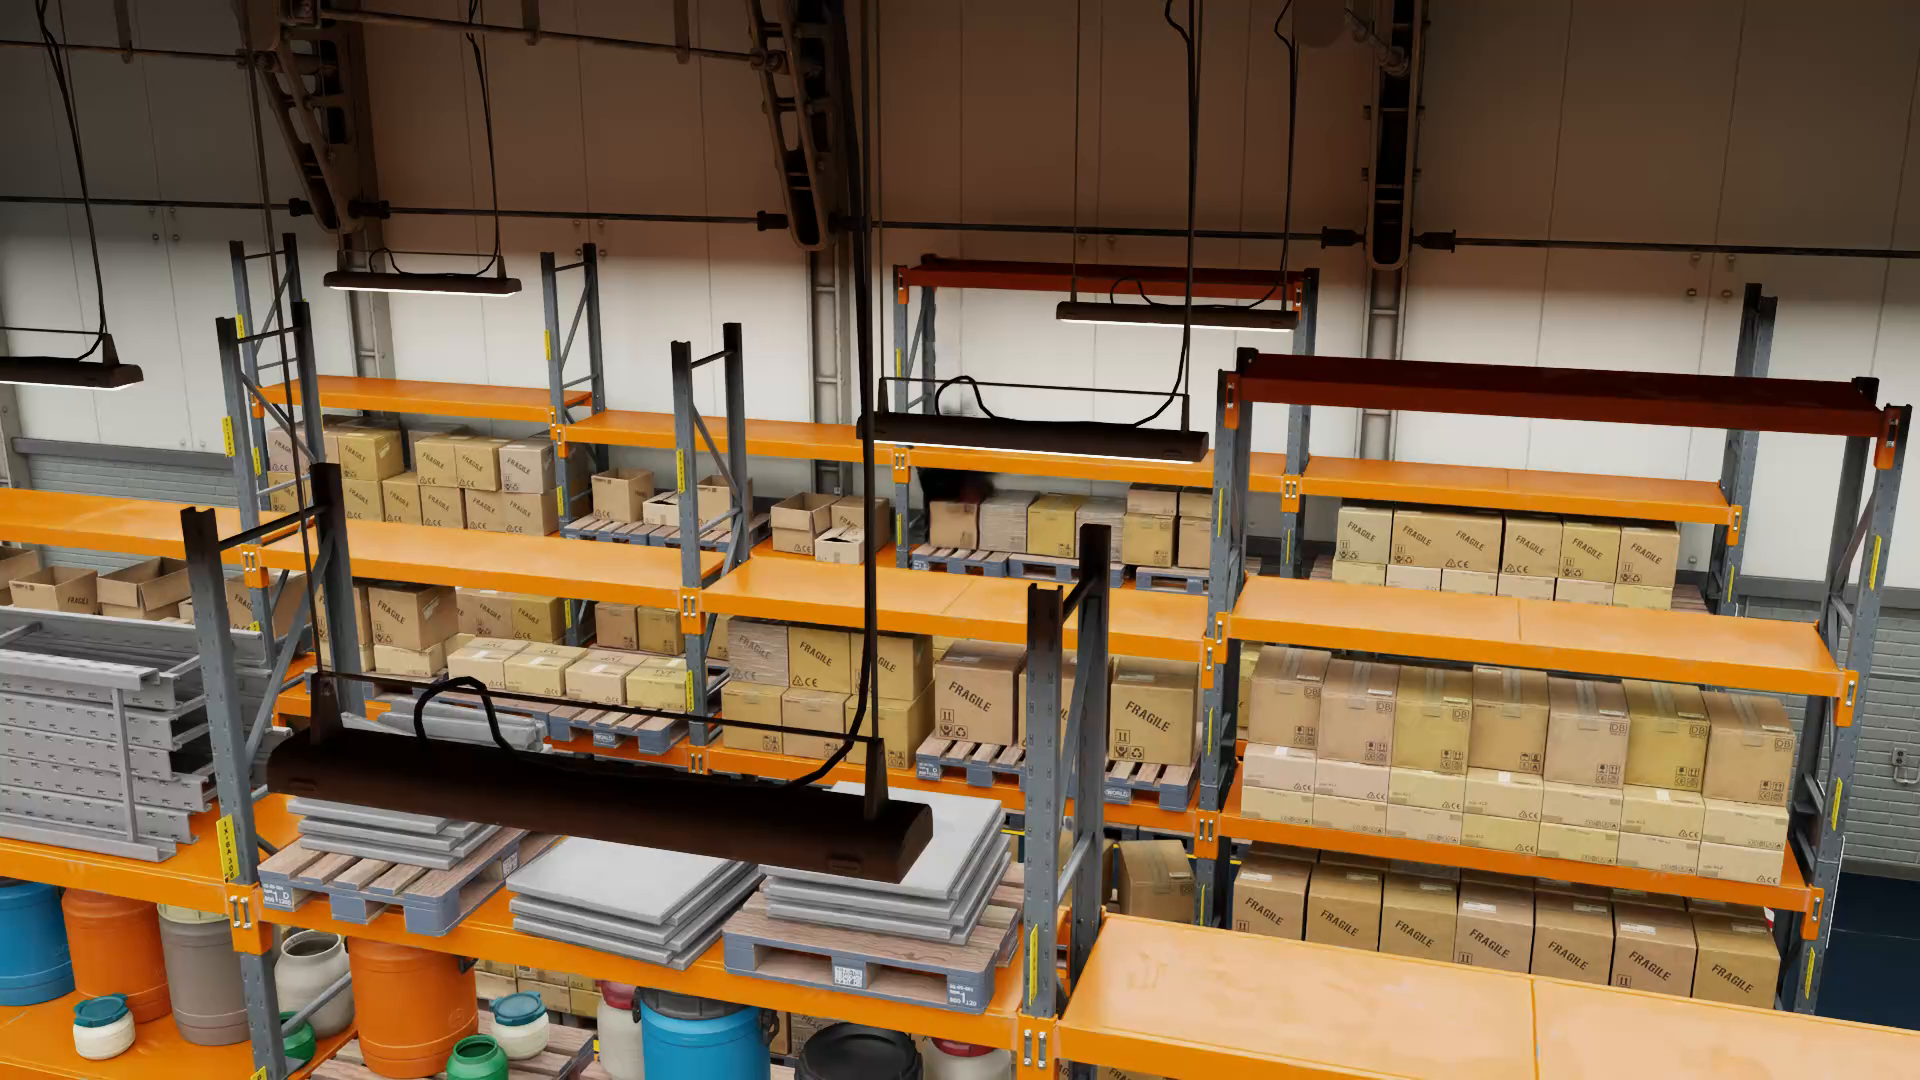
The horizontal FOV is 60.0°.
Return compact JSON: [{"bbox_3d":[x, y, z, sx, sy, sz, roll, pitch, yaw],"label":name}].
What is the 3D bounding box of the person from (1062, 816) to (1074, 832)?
[{"bbox_3d":[1.021,2.933,15.499,0.591,1.736,0.669,2,16,9],"label":"person"}]
